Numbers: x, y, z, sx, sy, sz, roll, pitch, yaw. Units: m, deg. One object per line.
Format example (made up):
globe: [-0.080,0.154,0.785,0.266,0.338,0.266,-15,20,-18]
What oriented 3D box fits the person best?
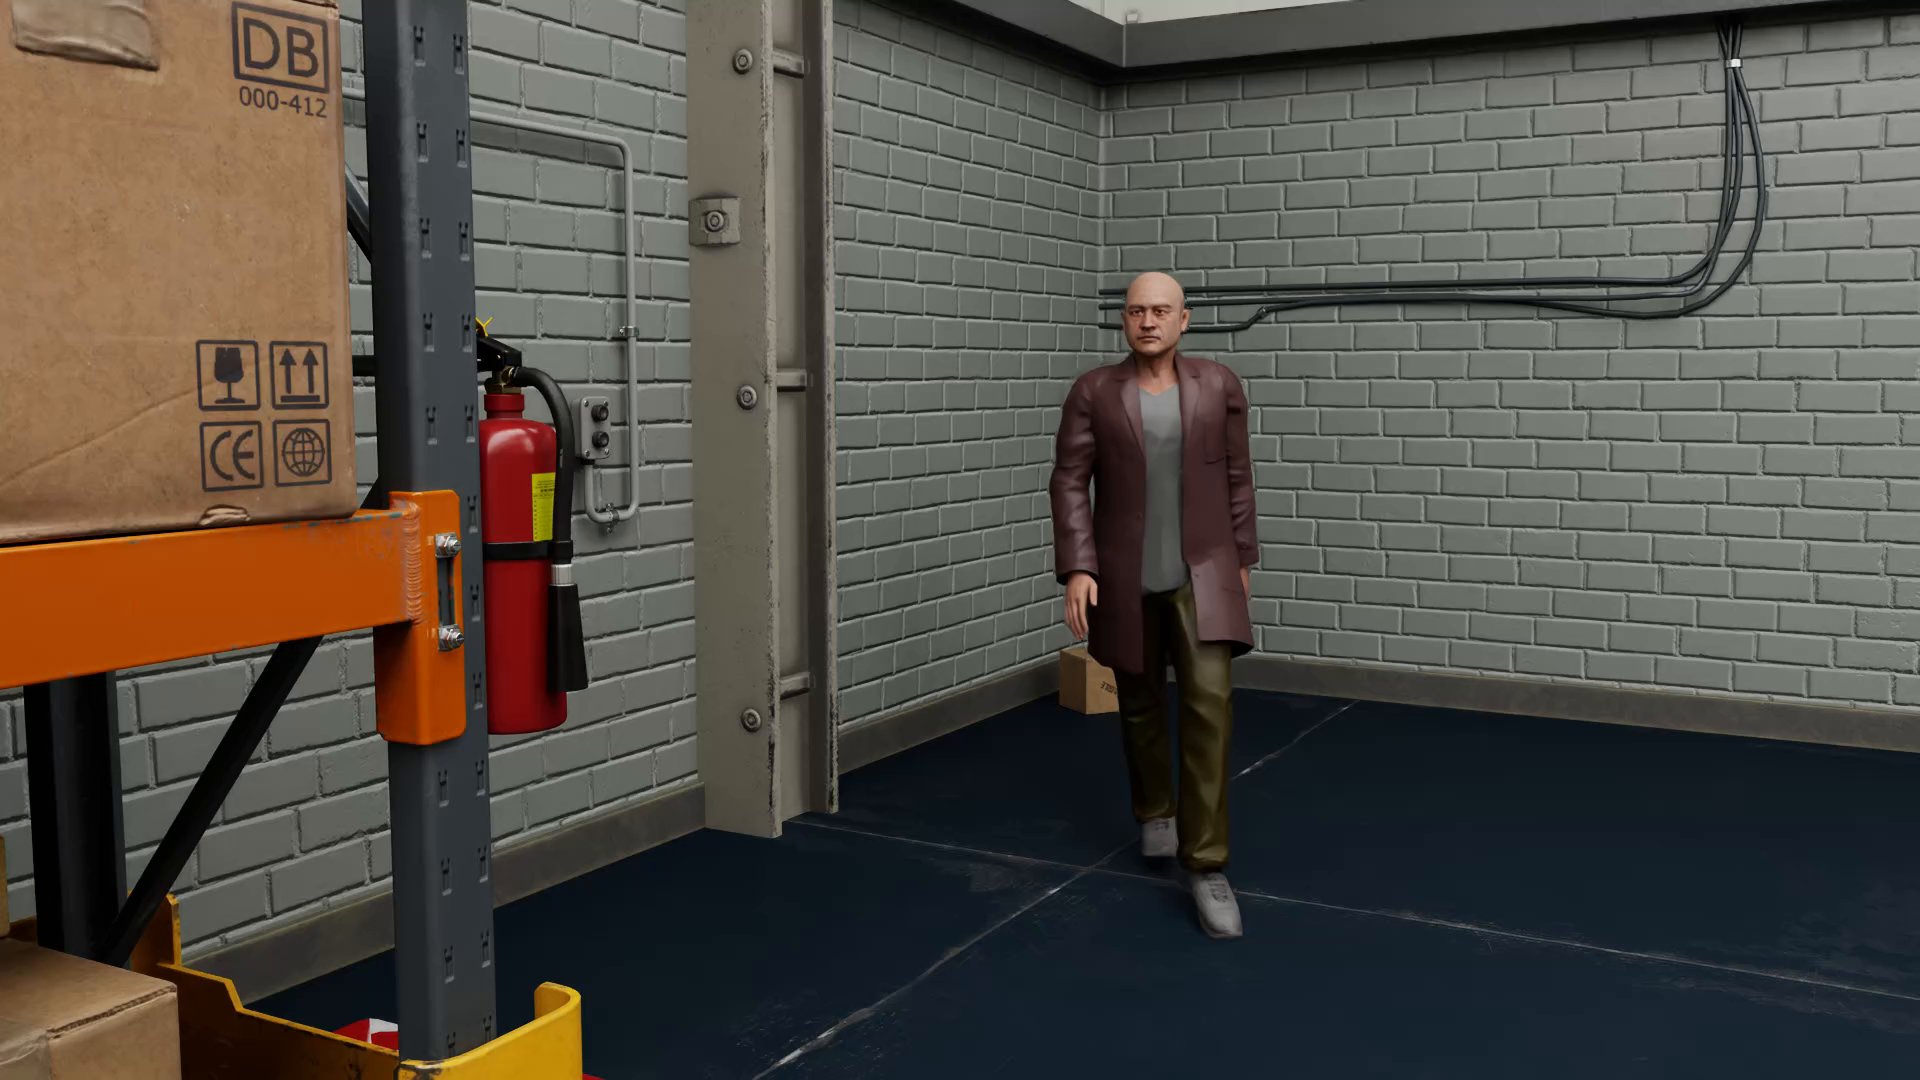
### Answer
person: [0.558,0.129,4.776,0.610,1.782,0.911,1,6,8]
